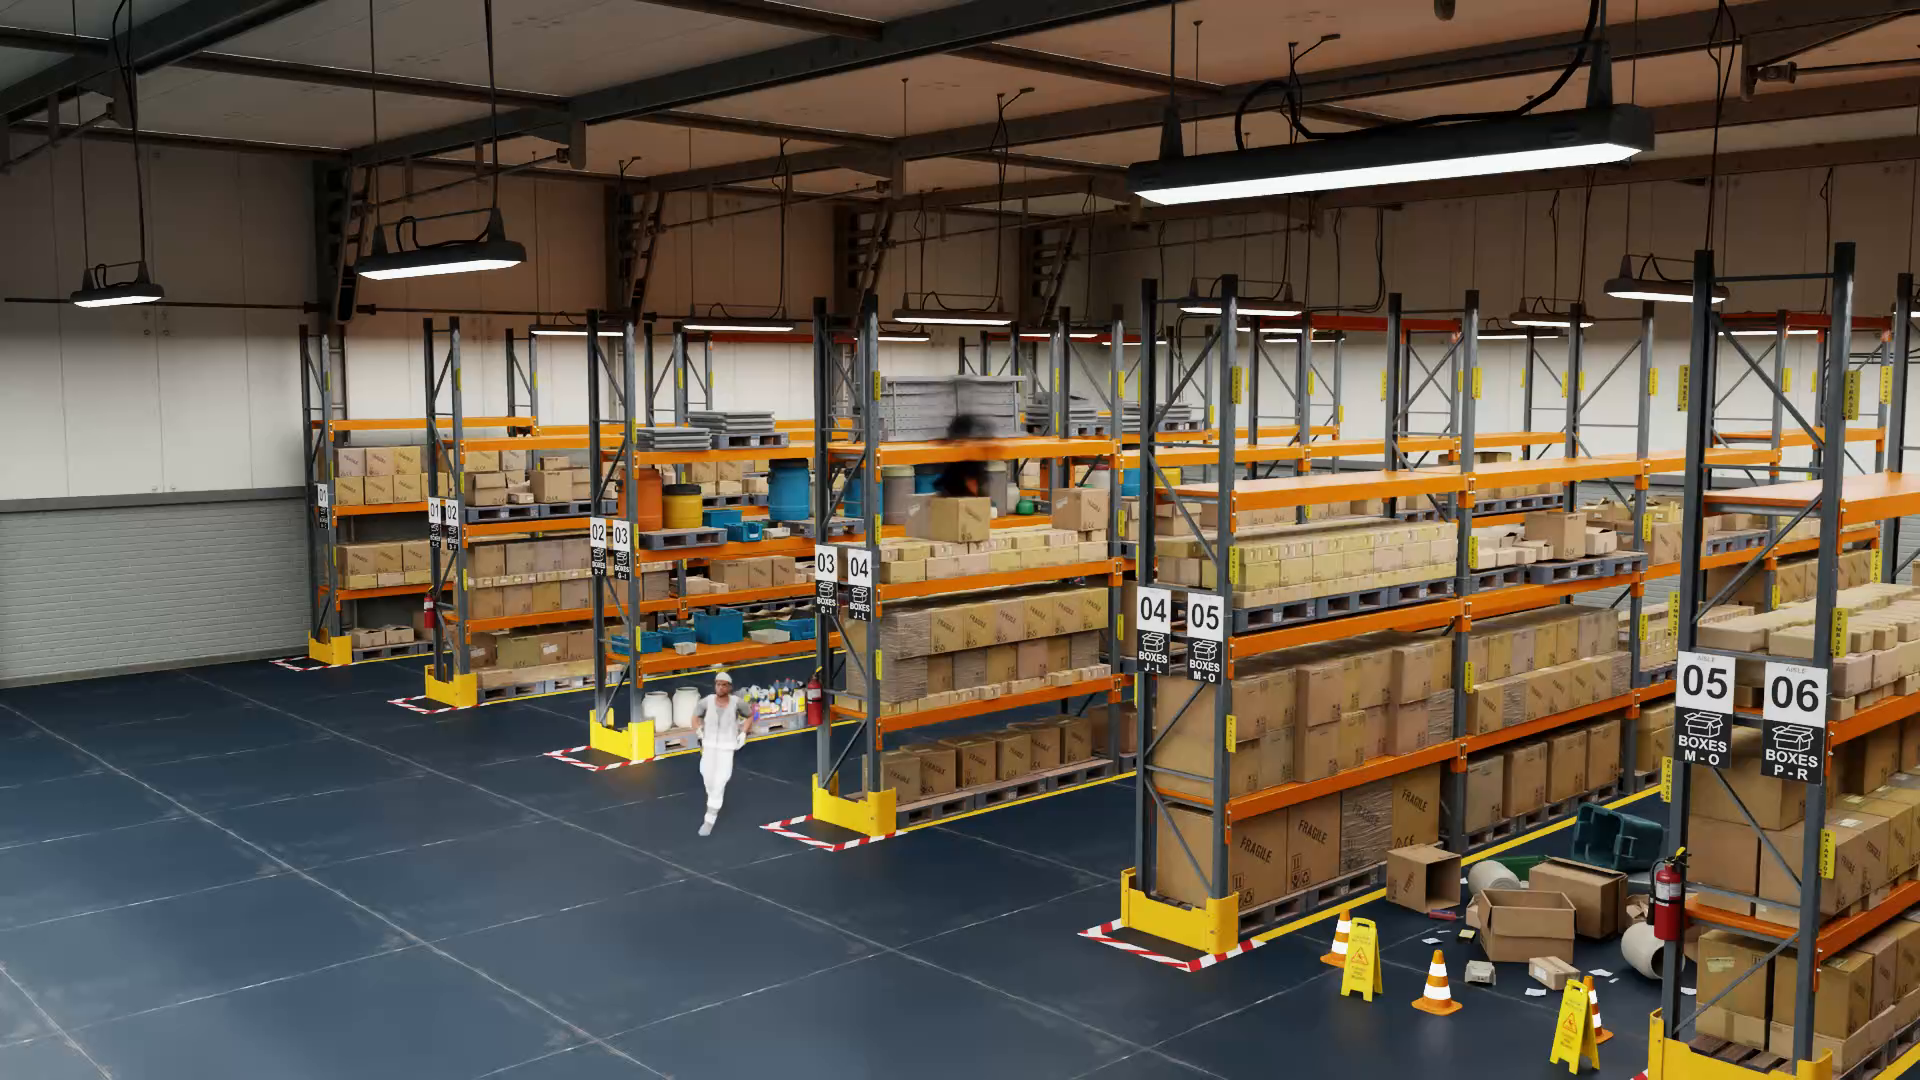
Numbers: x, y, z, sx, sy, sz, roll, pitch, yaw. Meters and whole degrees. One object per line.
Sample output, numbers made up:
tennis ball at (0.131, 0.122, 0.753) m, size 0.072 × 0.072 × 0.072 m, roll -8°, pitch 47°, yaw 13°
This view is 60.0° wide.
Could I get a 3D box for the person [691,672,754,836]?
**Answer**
person at (-2.709, 2.369, 18.817) m, size 0.686 × 1.783 × 0.936 m, roll 1°, pitch 6°, yaw 6°
